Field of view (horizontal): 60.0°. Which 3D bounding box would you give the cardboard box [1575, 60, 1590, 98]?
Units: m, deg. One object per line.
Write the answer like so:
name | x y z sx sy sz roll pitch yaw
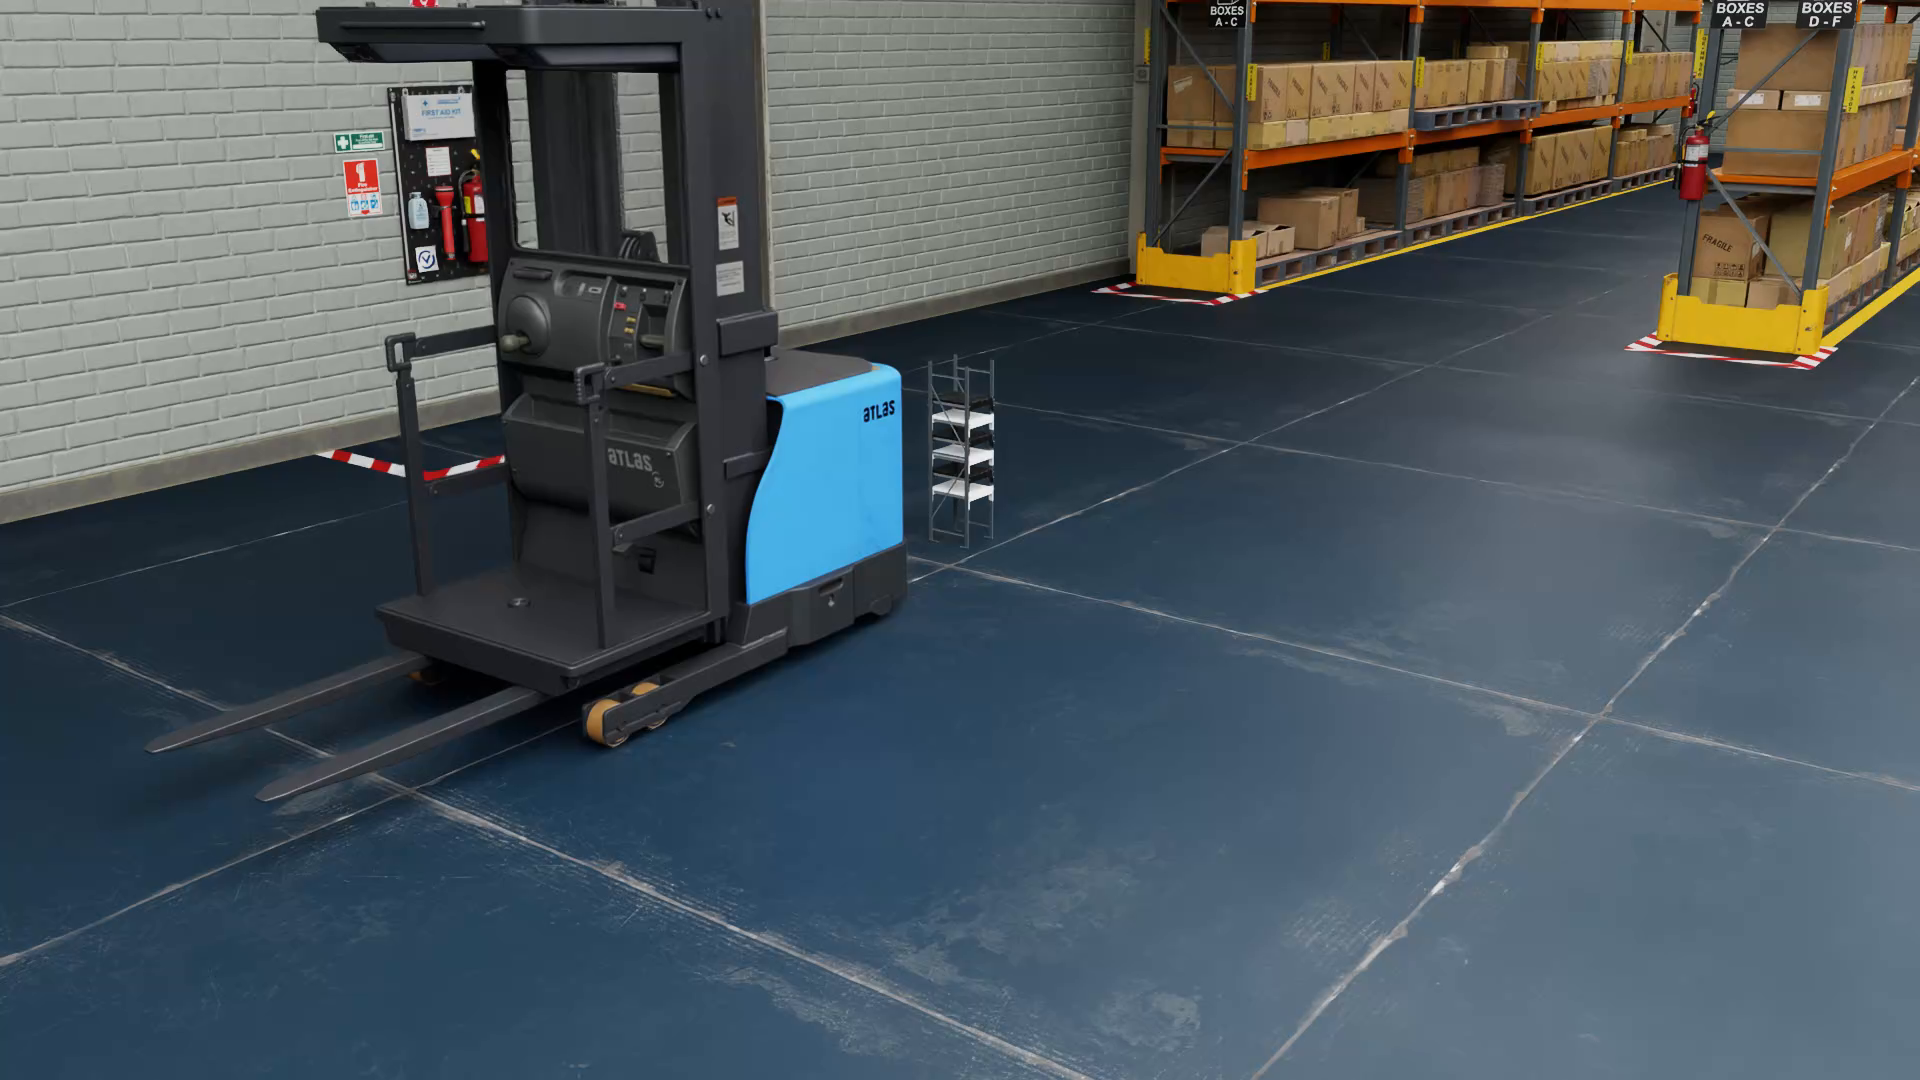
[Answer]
cardboard box | 8.413 -6.417 23.145 0.500 0.500 0.500 13 22 36

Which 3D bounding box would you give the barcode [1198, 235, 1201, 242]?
barcode | 2.406 -3.029 16.717 0.001 0.075 0.075 12 21 35

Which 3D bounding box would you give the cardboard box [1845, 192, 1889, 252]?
cardboard box | 9.374 -3.277 16.824 0.543 0.750 4.425 12 21 35

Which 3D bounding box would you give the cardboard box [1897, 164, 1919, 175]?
cardboard box | 11.378 -4.559 20.075 0.500 0.250 0.500 13 22 37

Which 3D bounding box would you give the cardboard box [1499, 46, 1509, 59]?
cardboard box | 6.817 -6.261 21.342 0.380 0.149 0.250 9 20 28

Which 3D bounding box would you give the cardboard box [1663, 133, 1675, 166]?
cardboard box | 11.428 -6.508 27.651 0.700 0.500 0.500 12 21 35

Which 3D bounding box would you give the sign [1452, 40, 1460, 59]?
sign | 6.550 -6.431 21.942 0.100 0.325 0.005 12 21 35

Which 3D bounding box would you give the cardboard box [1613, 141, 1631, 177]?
cardboard box | 9.909 -5.900 25.692 0.700 0.500 0.500 13 21 35

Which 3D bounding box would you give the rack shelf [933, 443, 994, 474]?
rack shelf | 0.005 -0.400 8.126 0.258 0.077 0.200 12 21 35

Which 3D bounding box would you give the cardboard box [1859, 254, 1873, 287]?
cardboard box | 7.903 -2.453 15.012 0.500 0.250 0.500 12 21 35

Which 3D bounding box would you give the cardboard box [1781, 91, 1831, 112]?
cardboard box | 6.619 -3.414 12.916 0.380 0.149 0.250 12 21 34

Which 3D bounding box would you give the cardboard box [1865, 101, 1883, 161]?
cardboard box | 7.725 -3.649 14.767 0.700 0.500 0.500 13 21 35

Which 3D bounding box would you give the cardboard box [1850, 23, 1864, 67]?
cardboard box | 6.841 -3.916 13.439 0.700 0.500 0.500 12 21 33

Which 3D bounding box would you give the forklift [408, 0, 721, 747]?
forklift | -1.490 -0.830 5.974 1.121 2.935 3.031 12 21 33

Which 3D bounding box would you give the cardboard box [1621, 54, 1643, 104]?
cardboard box | 9.718 -7.003 25.230 0.980 0.700 0.700 13 21 36

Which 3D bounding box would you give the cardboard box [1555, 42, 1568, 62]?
cardboard box | 7.795 -6.529 22.241 0.500 0.250 0.500 12 21 34

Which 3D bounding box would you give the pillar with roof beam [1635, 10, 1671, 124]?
pillar with roof beam | 16.136 -10.586 27.160 9.100 9.000 0.400 12 21 35

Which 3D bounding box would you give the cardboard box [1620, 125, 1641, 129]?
cardboard box | 20.029 -3.429 15.054 30.097 1.090 9.268 13 21 35

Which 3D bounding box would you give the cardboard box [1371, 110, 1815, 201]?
cardboard box | 5.872 -3.634 16.540 4.849 1.100 0.969 13 21 35

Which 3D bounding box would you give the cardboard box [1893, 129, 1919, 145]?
cardboard box | 9.287 -4.008 16.517 0.380 0.149 0.250 12 21 35

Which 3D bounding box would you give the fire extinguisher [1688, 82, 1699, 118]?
fire extinguisher | 12.225 -7.425 27.856 0.296 0.674 0.183 12 21 35

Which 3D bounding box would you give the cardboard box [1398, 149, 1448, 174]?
cardboard box | 5.607 -4.611 20.241 0.500 0.250 0.500 12 21 33

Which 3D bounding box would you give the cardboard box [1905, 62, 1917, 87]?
cardboard box | 11.263 -5.324 19.454 0.700 0.500 0.500 5 18 16

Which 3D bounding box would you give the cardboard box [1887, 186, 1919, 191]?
cardboard box | 10.257 -3.648 17.917 0.500 0.311 0.500 12 21 34

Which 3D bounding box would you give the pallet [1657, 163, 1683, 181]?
pallet | 11.351 -6.150 27.692 1.003 0.211 1.213 12 21 35

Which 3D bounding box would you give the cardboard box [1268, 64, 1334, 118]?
cardboard box | 3.373 -4.470 16.534 0.524 0.500 0.524 13 21 36

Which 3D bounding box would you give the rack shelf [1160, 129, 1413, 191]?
rack shelf | 3.423 -4.008 17.305 1.077 0.370 4.000 12 21 35

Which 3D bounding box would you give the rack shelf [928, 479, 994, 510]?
rack shelf | -7.681 1.548 2.796 6.000 0.275 18.464 12 21 35

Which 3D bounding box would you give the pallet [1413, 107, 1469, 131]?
pallet | 5.187 -4.893 19.264 1.003 0.211 1.213 12 21 35

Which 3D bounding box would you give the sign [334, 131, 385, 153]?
sign | -3.527 -2.340 9.767 0.001 0.109 0.331 12 21 35

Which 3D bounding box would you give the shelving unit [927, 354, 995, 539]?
shelving unit | -7.680 1.249 2.705 6.000 0.900 18.469 12 21 35

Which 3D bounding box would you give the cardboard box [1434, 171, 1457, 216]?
cardboard box | 5.644 -4.269 20.405 0.700 0.500 0.500 13 21 35

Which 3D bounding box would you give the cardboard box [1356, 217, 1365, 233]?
cardboard box | 4.320 -3.552 18.660 0.380 0.166 0.250 9 20 28

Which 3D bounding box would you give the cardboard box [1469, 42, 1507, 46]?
cardboard box | 7.060 -6.492 22.122 0.500 0.250 0.500 13 22 36

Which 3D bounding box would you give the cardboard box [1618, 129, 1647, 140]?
cardboard box | 10.571 -6.383 26.155 0.380 0.149 0.250 12 21 33

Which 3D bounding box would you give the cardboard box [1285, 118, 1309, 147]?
cardboard box | 3.075 -3.999 16.284 0.500 0.250 0.500 12 21 33

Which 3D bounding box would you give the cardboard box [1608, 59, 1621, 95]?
cardboard box | 9.309 -6.778 24.309 0.500 0.500 0.500 12 21 34

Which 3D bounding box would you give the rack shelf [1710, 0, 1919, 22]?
rack shelf | 7.404 -4.566 14.044 1.077 0.370 4.000 12 21 35

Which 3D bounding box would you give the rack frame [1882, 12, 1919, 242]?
rack frame | 8.593 -3.954 15.918 0.949 2.616 0.053 12 21 35

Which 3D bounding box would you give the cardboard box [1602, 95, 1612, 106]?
cardboard box | 9.276 -6.428 24.275 0.380 0.149 0.250 13 21 36

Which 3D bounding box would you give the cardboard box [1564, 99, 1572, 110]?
cardboard box | 8.286 -6.075 23.138 0.380 0.149 0.250 13 21 35

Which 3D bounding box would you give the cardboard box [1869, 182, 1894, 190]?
cardboard box | 10.125 -3.862 18.604 0.500 0.311 0.500 12 21 33

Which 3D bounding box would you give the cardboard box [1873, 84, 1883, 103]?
cardboard box | 7.692 -3.842 14.296 0.380 0.149 0.250 13 22 36

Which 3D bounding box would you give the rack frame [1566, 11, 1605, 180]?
rack frame | 9.384 -6.733 24.866 0.949 2.616 0.053 12 21 35

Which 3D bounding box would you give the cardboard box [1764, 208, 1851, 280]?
cardboard box | 7.007 -2.454 13.752 0.500 0.500 0.500 12 21 35
